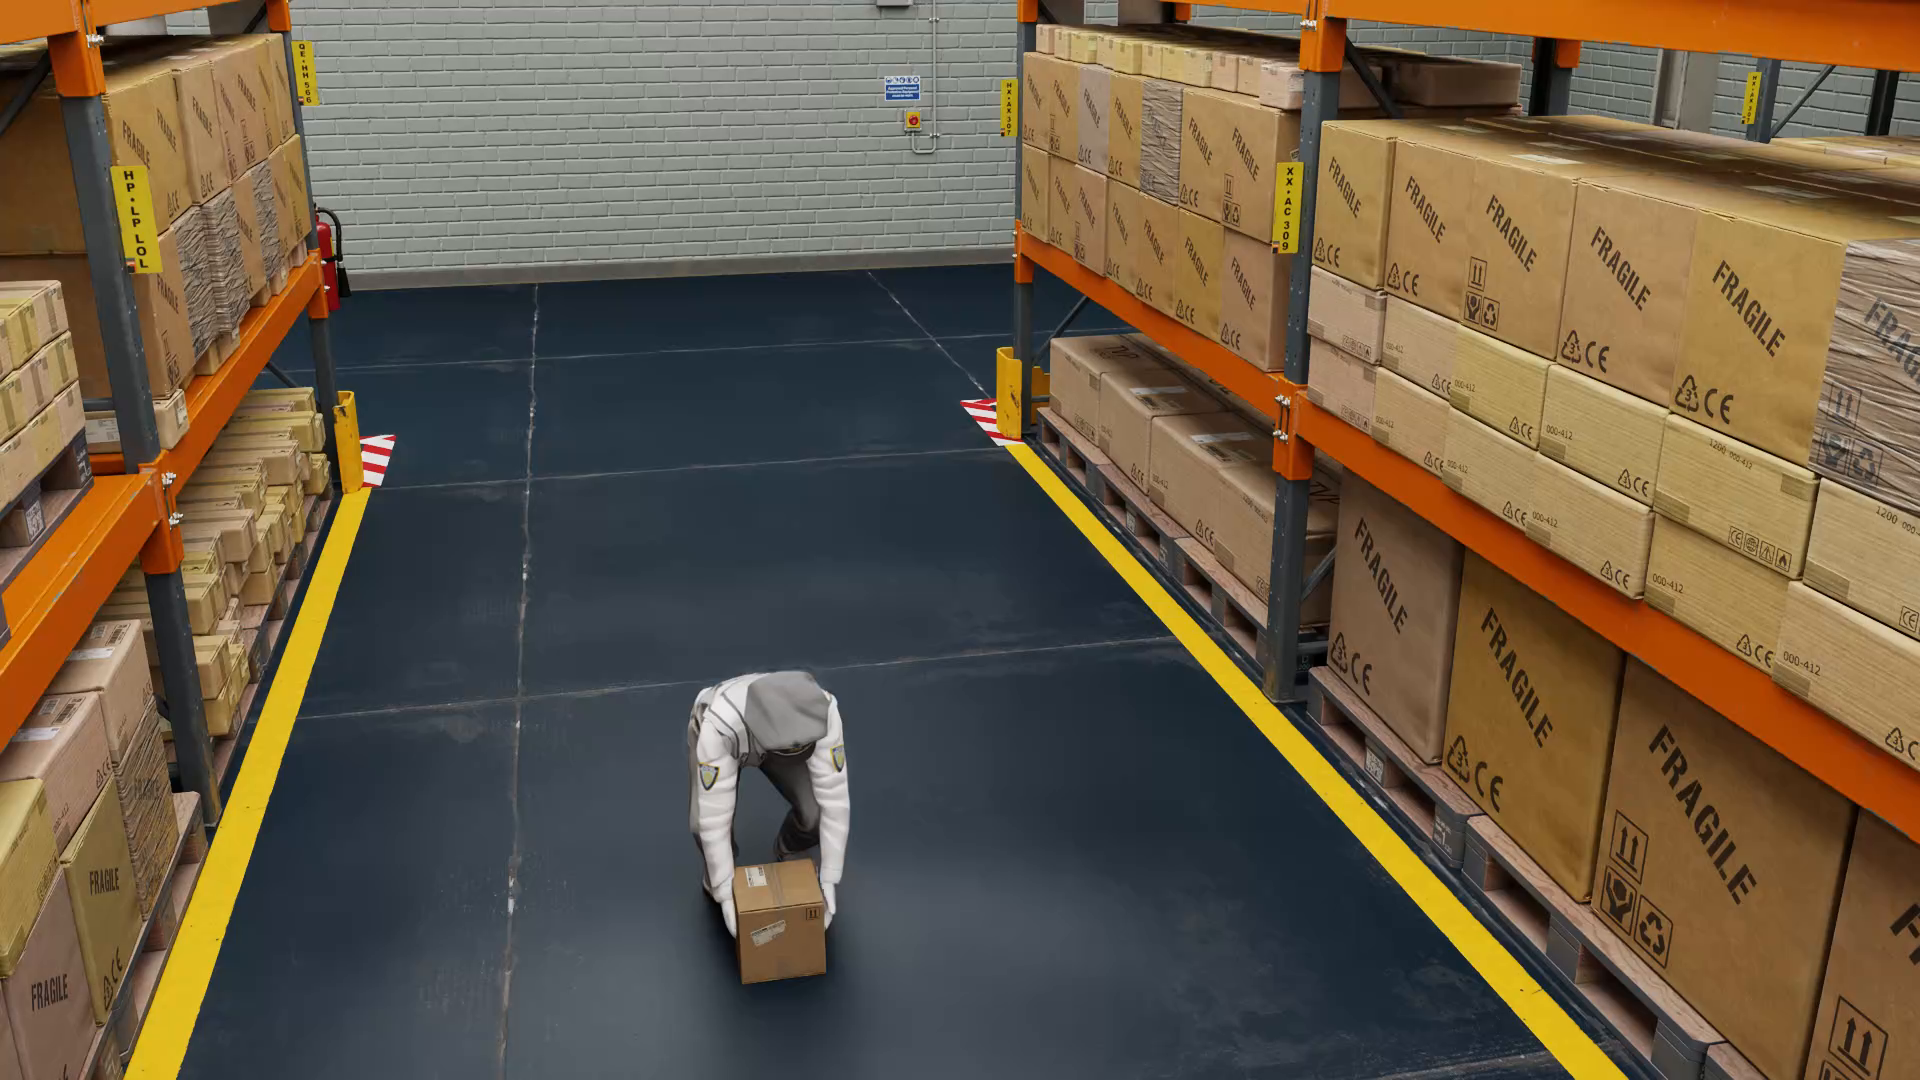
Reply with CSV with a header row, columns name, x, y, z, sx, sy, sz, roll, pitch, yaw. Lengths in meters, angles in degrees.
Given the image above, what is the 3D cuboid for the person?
name,x,y,z,sx,sy,sz,roll,pitch,yaw
person,-0.610,0.728,5.189,0.487,0.898,0.856,-5,20,-12
